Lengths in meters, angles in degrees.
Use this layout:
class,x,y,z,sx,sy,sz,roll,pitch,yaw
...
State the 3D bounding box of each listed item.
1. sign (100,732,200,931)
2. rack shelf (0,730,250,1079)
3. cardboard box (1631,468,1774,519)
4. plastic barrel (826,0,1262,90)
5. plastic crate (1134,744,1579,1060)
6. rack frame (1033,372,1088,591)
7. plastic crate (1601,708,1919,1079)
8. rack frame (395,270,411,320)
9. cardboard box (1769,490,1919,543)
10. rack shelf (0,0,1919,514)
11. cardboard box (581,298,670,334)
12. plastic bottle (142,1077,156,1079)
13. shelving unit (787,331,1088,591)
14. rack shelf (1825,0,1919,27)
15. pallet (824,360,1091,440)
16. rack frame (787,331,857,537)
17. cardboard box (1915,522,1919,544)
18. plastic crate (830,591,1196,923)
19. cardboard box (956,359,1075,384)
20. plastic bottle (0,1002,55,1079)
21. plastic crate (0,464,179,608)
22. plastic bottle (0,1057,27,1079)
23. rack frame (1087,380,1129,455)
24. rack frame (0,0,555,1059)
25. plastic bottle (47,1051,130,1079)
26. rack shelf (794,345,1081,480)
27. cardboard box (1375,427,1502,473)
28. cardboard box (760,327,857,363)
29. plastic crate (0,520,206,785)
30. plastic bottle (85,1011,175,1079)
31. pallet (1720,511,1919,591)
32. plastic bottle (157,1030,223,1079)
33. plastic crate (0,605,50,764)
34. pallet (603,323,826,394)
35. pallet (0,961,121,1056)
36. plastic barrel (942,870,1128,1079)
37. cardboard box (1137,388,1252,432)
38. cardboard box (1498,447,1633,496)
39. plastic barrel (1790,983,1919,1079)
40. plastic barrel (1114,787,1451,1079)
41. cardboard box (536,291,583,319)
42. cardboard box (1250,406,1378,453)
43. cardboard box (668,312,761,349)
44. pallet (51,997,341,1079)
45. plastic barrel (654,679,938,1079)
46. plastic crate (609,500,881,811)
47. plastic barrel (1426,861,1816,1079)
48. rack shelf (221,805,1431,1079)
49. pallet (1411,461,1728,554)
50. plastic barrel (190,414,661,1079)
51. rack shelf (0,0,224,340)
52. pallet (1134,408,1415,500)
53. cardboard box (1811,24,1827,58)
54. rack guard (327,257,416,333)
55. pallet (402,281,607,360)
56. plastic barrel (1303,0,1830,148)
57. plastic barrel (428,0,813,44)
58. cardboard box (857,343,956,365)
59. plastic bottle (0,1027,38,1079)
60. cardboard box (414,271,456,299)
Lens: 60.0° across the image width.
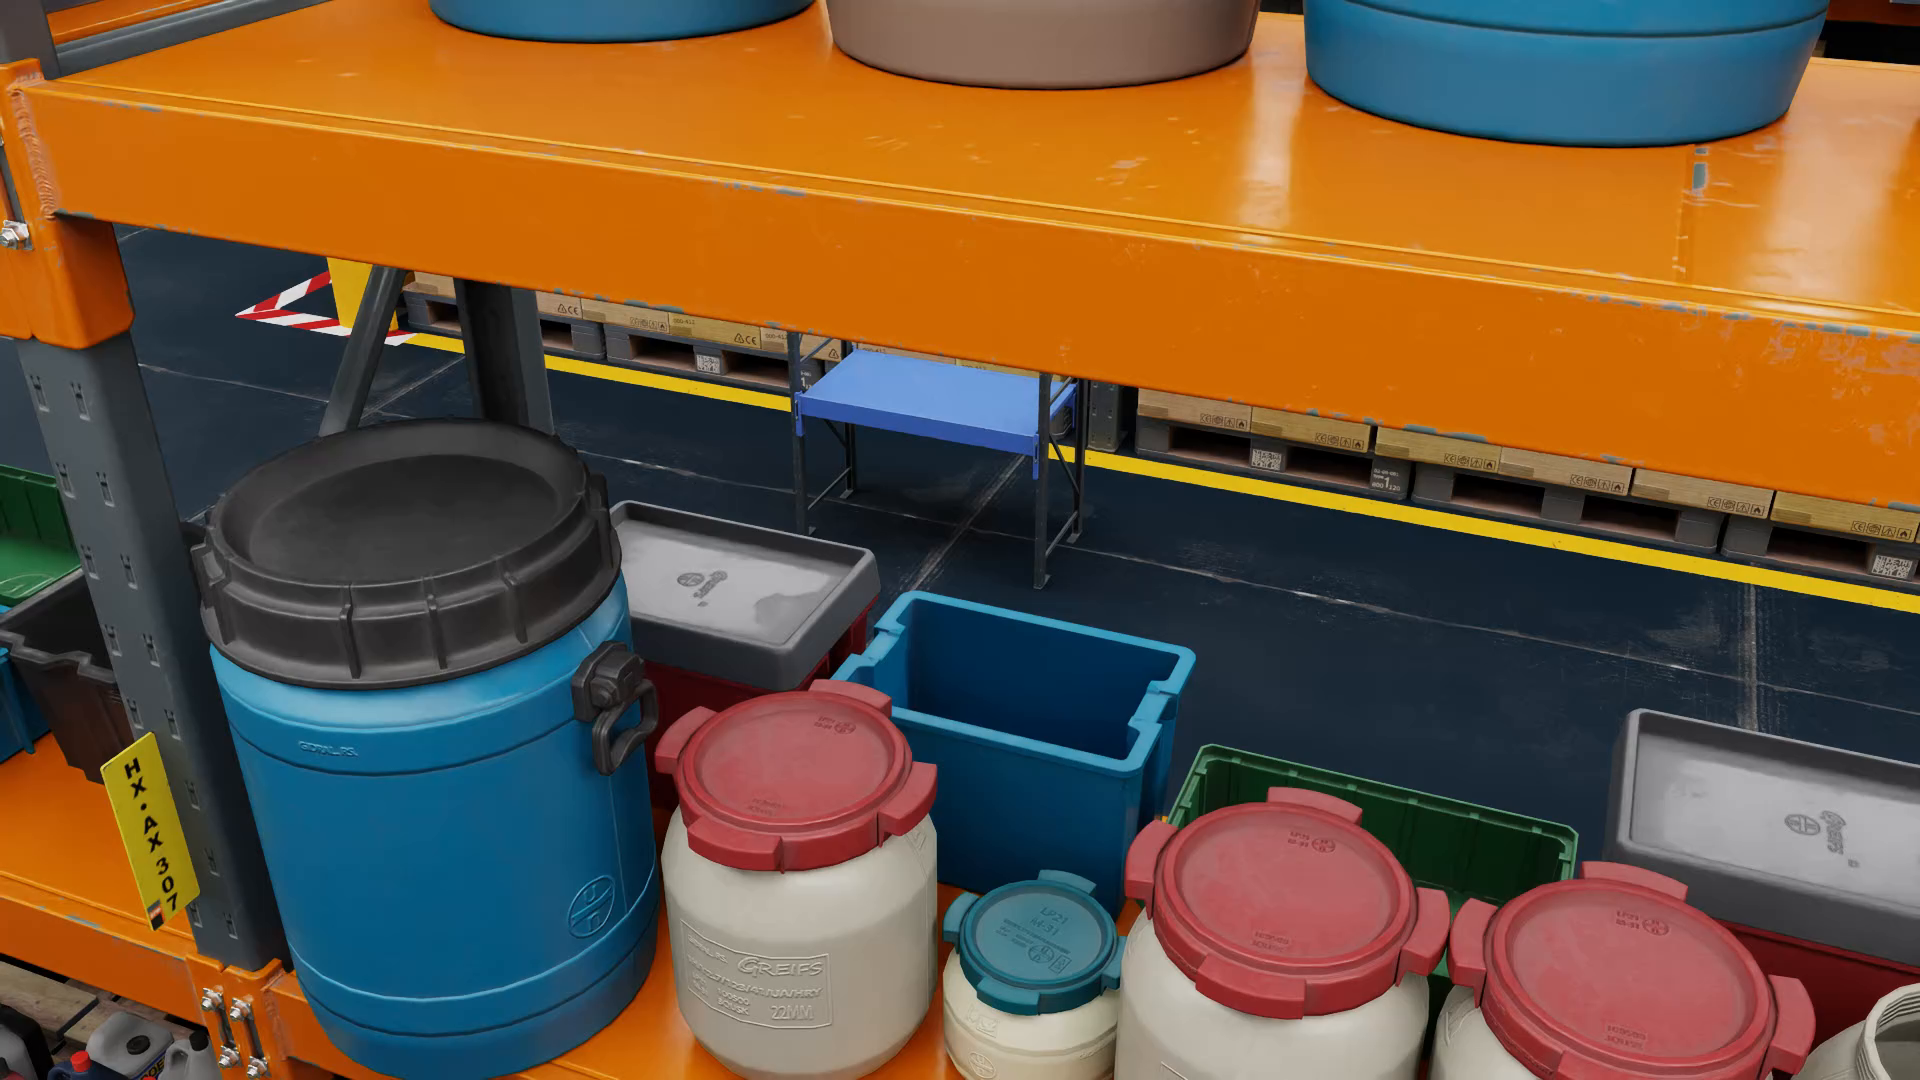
class,x,y,z,sx,sy,sz,roll,pitch,yaw
sign,-1.266,0.460,2.607,0.005,0.325,0.100,11,31,19
rack shelf,-2.902,0.275,3.947,4.000,0.370,1.077,11,31,19
cardboard box,3.000,-0.346,6.682,0.500,0.250,0.500,12,32,20
plastic barrel,0.110,-1.076,2.048,0.600,0.901,0.600,0,29,0
plastic crate,0.671,0.617,2.825,0.662,0.188,0.450,11,31,19
rack frame,0.392,-0.575,6.242,0.032,1.500,0.500,11,31,19
plastic crate,1.275,0.605,2.566,0.583,0.464,0.402,11,31,19
rack frame,-2.890,-2.666,8.419,0.127,3.000,1.000,11,31,19
cardboard box,3.465,-0.252,6.515,0.500,0.250,0.500,11,31,19
rack shelf,0.804,-0.291,1.899,4.000,0.370,1.077,11,31,19
cardboard box,-1.548,-1.268,8.312,0.500,0.250,0.500,11,31,19
plastic bottle,-1.754,1.305,3.637,0.185,0.351,0.144,10,31,18
shelving unit,-0.079,-0.669,6.409,1.048,1.500,0.538,11,31,19
rack shelf,4.529,-3.502,10.629,4.000,0.370,1.077,11,31,19
pallet,0.096,-0.879,8.090,1.213,0.211,1.003,11,31,19
rack frame,-0.550,-0.763,6.575,0.032,1.500,0.500,11,31,19
cardboard box,3.944,-0.158,6.349,0.500,0.250,0.500,12,32,20
plastic crate,0.090,0.401,3.009,0.575,0.384,0.392,11,31,19
cardboard box,0.305,-0.898,7.658,0.500,0.250,0.500,11,31,19
plastic bottle,-2.216,1.188,3.913,0.133,0.283,0.061,11,31,19
plastic crate,-2.201,0.044,3.839,0.662,0.188,0.450,11,31,19
plastic bottle,-2.098,1.288,3.736,0.133,0.283,0.061,13,32,22
rack frame,0.817,-1.926,7.110,0.127,3.000,1.000,11,31,19
rack frame,-1.050,0.333,3.112,0.053,2.616,0.949,11,31,19
plastic bottle,-1.932,1.270,3.700,0.185,0.351,0.144,10,31,17
rack shelf,-0.079,-0.512,6.497,1.000,0.185,0.538,11,31,19
cardboard box,2.052,-0.535,7.015,0.500,0.250,0.500,10,31,18
cardboard box,-0.623,-1.081,7.982,0.500,0.250,0.500,11,31,19
plastic crate,-1.486,0.204,3.404,0.504,0.338,0.767,11,31,19
plastic bottle,-1.899,1.230,3.846,0.135,0.276,0.152,11,31,19
pallet,3.775,-0.142,6.788,1.213,0.211,1.003,11,31,19
plastic bottle,-1.700,1.240,3.753,0.185,0.351,0.144,11,31,19
plastic crate,-2.176,0.315,3.295,0.616,0.251,0.499,11,31,19
pallet,-1.039,-1.104,8.488,1.213,0.211,1.003,11,31,19
pallet,-2.790,1.177,4.453,1.213,0.211,1.003,11,31,19
plastic barrel,0.120,0.707,2.592,0.301,0.262,0.301,0,29,0
cardboard box,1.098,-0.725,7.351,0.500,0.250,0.500,11,31,18
cardboard box,2.523,-0.440,6.848,0.500,0.250,0.500,12,32,20
plastic barrel,1.234,0.852,2.081,0.421,0.512,0.421,0,29,0
plastic barrel,0.435,0.685,2.351,0.433,0.535,0.433,0,29,0
cardboard box,-2.012,-1.361,8.476,0.500,0.250,0.500,11,31,19
cardboard box,1.571,-0.629,7.183,0.500,0.250,0.500,12,32,20
cardboard box,-1.087,-1.173,8.145,0.500,0.250,0.500,11,31,19
pallet,-1.655,1.402,4.055,1.213,0.211,1.003,11,31,19
plastic barrel,-0.245,0.549,2.592,0.433,0.535,0.433,0,29,0
plastic crate,-0.485,0.254,3.188,0.583,0.464,0.402,11,31,19
plastic barrel,0.836,0.765,2.210,0.433,0.535,0.433,0,29,0
rack shelf,0.804,1.015,2.637,4.000,0.370,1.077,11,31,19
pallet,2.649,-0.369,7.188,1.213,0.211,1.003,11,31,19
plastic barrel,-0.805,0.323,2.621,0.708,0.901,0.600,11,31,19
rack shelf,-2.902,-1.031,3.209,4.000,0.370,1.077,11,31,19
pallet,1.514,-0.594,7.586,1.213,0.211,1.003,11,31,19
cardboard box,5.191,-3.119,10.551,0.500,0.250,0.500,12,32,20
rack guard,-2.912,-1.583,9.042,0.348,0.500,1.175,11,31,19
pallet,-2.165,-1.330,8.888,1.213,0.211,1.003,11,31,19
plastic barrel,0.716,-0.955,1.834,0.708,0.901,0.600,11,31,19
plastic barrel,-0.496,-1.197,2.262,0.708,0.901,0.600,11,31,19
cardboard box,-0.155,-0.995,7.830,0.500,0.250,0.500,11,31,19
plastic bottle,-2.231,1.210,3.805,0.185,0.351,0.144,11,31,19
cardboard box,-2.476,-1.451,8.637,0.500,0.250,0.500,11,31,19
